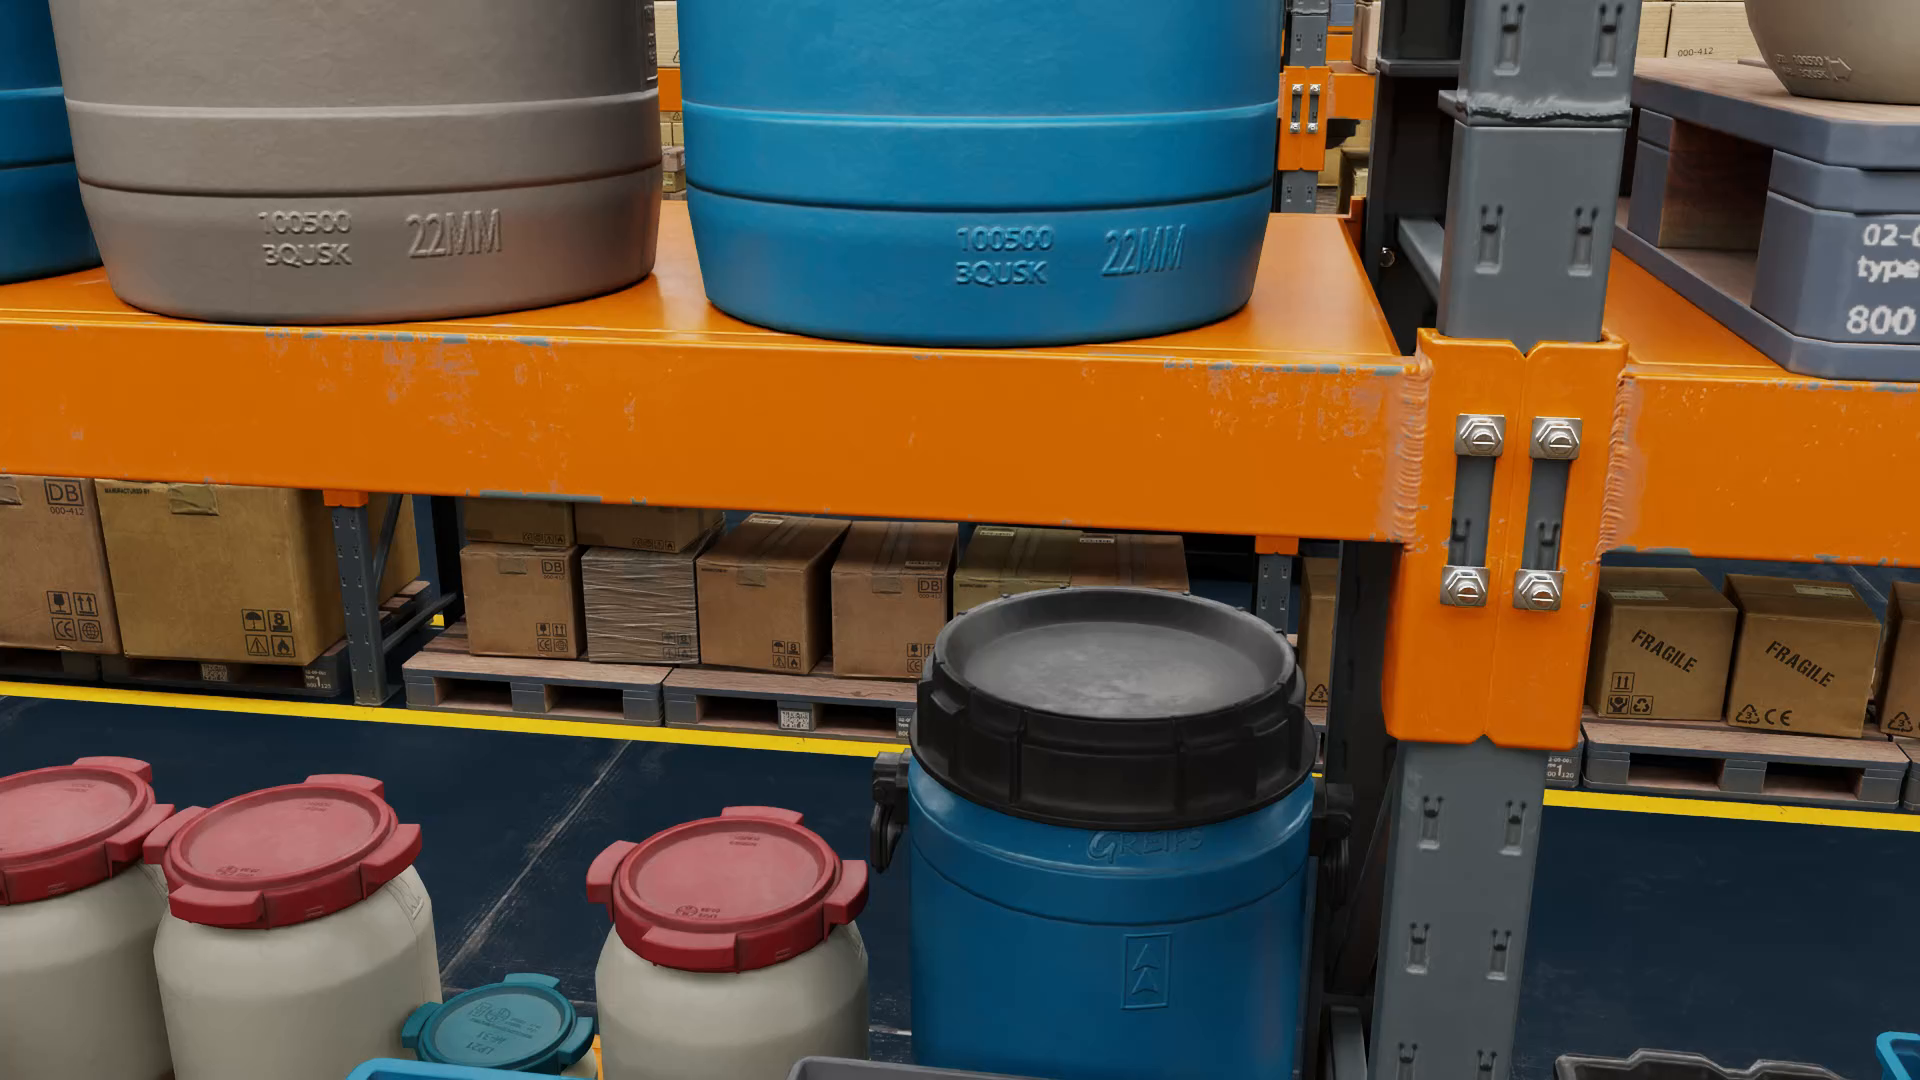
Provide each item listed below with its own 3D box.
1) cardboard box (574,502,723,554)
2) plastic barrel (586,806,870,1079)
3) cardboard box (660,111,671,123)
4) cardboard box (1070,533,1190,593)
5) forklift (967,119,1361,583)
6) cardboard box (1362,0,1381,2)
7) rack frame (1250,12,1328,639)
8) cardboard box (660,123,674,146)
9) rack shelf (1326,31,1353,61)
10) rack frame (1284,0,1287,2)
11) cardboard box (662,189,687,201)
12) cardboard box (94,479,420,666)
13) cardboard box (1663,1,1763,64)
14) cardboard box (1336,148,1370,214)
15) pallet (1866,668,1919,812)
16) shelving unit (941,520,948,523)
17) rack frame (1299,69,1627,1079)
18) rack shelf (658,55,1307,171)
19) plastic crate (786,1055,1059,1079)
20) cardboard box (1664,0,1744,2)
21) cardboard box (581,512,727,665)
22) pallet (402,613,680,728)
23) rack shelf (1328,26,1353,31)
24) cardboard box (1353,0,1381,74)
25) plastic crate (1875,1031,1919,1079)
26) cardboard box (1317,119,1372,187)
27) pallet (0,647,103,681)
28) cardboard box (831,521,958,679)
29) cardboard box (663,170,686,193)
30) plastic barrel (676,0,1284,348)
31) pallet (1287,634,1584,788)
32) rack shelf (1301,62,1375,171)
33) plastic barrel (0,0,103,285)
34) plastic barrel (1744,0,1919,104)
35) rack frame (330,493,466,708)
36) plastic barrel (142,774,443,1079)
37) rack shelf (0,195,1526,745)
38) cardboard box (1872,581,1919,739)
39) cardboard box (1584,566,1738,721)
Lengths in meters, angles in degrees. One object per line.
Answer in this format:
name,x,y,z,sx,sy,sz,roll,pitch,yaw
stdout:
cardboard box,-1.416,-0.152,7.595,0.500,0.250,0.500,5,19,15
plastic barrel,-0.354,0.750,2.619,0.433,0.535,0.433,0,18,0
cardboard box,-3.084,-4.470,16.701,0.500,0.500,0.500,3,19,8
cardboard box,0.739,0.319,7.368,0.500,0.500,0.700,1,19,4
forklift,1.601,-1.334,9.171,3.031,2.935,1.130,3,19,8
cardboard box,1.613,-2.047,6.076,0.250,0.149,0.380,2,19,7
rack frame,1.341,-0.620,6.928,0.127,3.000,1.000,3,19,9
cardboard box,-3.083,-4.107,16.798,0.500,0.250,0.500,2,19,7
rack shelf,4.203,-3.149,10.895,4.000,0.370,1.077,3,19,9
rack frame,2.228,-5.014,10.605,0.127,3.000,1.000,3,19,9
cardboard box,-2.131,-2.536,12.389,0.250,0.149,0.380,3,19,8
cardboard box,-3.286,-0.054,7.924,0.875,0.875,1.225,2,19,6
cardboard box,2.757,-1.815,6.009,0.500,0.250,0.500,2,19,6
cardboard box,1.829,-1.346,6.897,0.500,0.500,0.500,3,19,9
pallet,4.419,0.848,6.936,1.213,0.211,1.003,3,19,9
shelving unit,-0.003,-0.569,9.613,0.189,1.200,0.258,3,19,8
rack frame,0.556,0.932,2.291,0.127,3.000,1.000,3,19,9
rack shelf,-0.633,-1.802,6.868,4.000,0.370,1.077,3,19,9
plastic crate,0.029,0.973,2.067,0.583,0.464,0.402,3,19,9
cardboard box,2.650,-1.995,5.920,0.250,0.149,0.380,3,19,8
cardboard box,-1.394,0.207,7.703,0.500,0.500,0.700,1,19,4
pallet,-1.837,0.541,7.854,1.213,0.211,1.003,3,19,9
rack shelf,4.888,-4.705,15.545,4.000,0.370,1.077,3,19,9
cardboard box,1.745,-1.868,6.169,0.500,0.250,0.500,2,19,7
plastic crate,1.692,0.973,2.402,0.616,0.251,0.499,3,19,9
cardboard box,2.587,-2.723,11.275,0.550,0.550,0.875,3,19,9
pallet,-4.575,0.376,8.348,1.213,0.211,1.003,3,19,9
cardboard box,-0.282,0.261,7.541,0.500,0.500,0.700,1,19,4
cardboard box,-2.167,-2.678,12.346,0.250,0.149,0.380,4,19,11
plastic barrel,0.019,-0.686,1.609,0.708,0.901,0.600,3,19,9
pallet,2.010,0.725,7.303,1.213,0.211,1.003,3,19,9
rack shelf,3.316,-1.601,6.266,4.000,0.370,1.077,3,19,9
plastic barrel,-1.272,-0.752,1.805,0.708,0.901,0.600,3,19,9
plastic barrel,0.950,-0.660,1.482,0.421,0.512,0.421,0,18,0
rack frame,-2.608,-0.821,7.530,0.127,3.000,1.000,3,19,9
plastic barrel,-1.078,0.714,2.729,0.433,0.535,0.433,0,18,0
rack shelf,-1.419,-0.250,2.230,4.000,0.370,1.077,3,19,9
cardboard box,4.081,0.512,6.824,0.500,0.500,0.500,8,20,23
cardboard box,2.922,0.432,7.062,0.500,0.500,0.500,1,19,4
